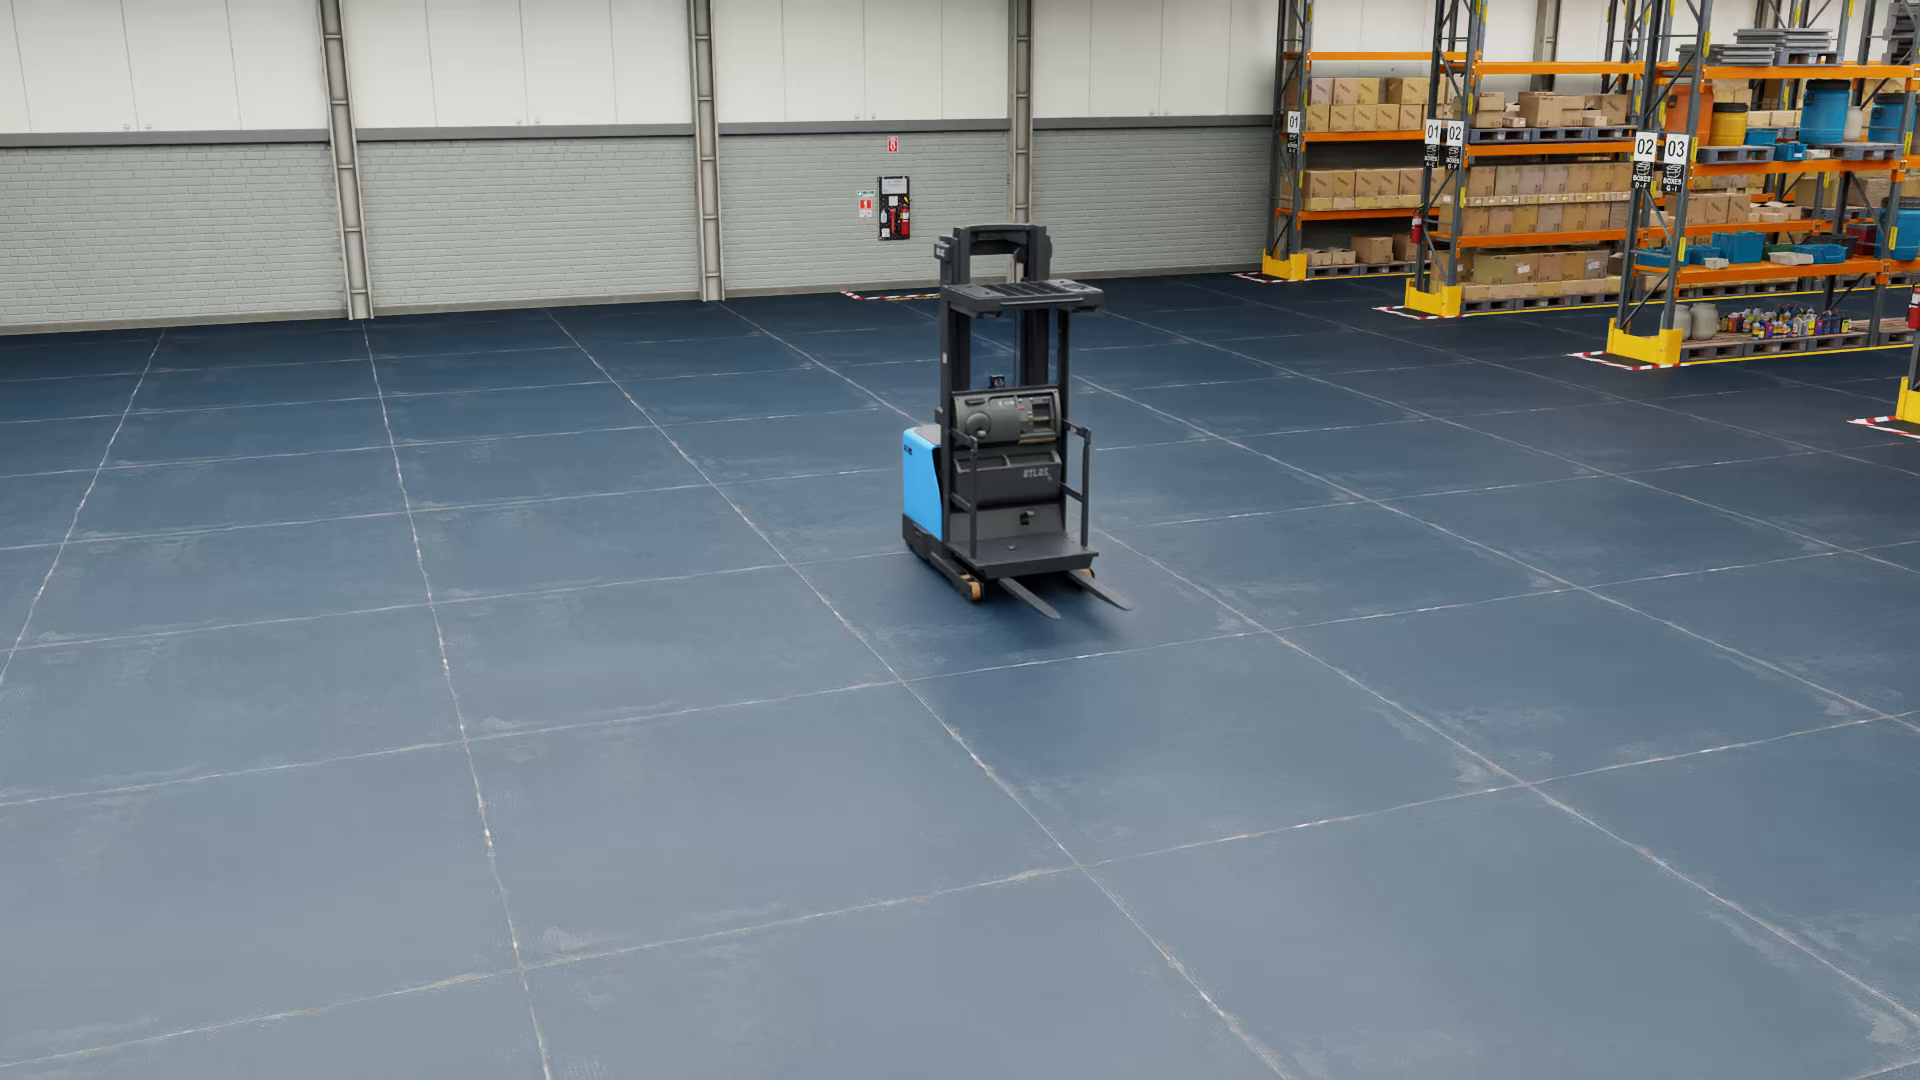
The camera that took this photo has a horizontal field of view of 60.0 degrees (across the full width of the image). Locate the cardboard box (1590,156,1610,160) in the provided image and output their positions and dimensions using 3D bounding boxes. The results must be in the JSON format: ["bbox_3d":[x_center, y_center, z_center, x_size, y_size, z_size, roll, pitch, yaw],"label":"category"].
[{"bbox_3d":[13.545,-8.030,35.162,0.250,0.149,0.380,-9,18,-27],"label":"cardboard box"}]

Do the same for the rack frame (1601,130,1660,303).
[{"bbox_3d":[11.898,-5.796,29.665,0.127,3.000,1.000,-6,17,-20],"label":"rack frame"}]

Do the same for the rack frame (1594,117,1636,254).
[{"bbox_3d":[13.857,-7.503,35.475,0.127,3.000,1.000,-6,17,-20],"label":"rack frame"}]

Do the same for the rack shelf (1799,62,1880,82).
[{"bbox_3d":[17.501,-8.743,31.037,4.000,0.370,1.077,-6,17,-20],"label":"rack shelf"}]

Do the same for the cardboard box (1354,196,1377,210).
[{"bbox_3d":[7.913,-6.705,32.991,0.500,0.250,0.500,-6,18,-21],"label":"cardboard box"}]

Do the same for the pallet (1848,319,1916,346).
[{"bbox_3d":[14.386,-3.244,25.923,1.213,0.211,1.003,-6,17,-20],"label":"pallet"}]

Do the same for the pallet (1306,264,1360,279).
[{"bbox_3d":[7.229,-5.438,33.395,1.213,0.211,1.003,-6,17,-20],"label":"pallet"}]

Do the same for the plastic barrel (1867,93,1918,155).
[{"bbox_3d":[14.064,-6.281,25.101,0.708,0.901,0.600,-6,17,-20],"label":"plastic barrel"}]

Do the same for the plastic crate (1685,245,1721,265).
[{"bbox_3d":[10.900,-4.211,24.531,0.408,0.251,0.499,-6,17,-20],"label":"plastic crate"}]

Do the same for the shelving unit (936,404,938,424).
[{"bbox_3d":[0.060,-0.664,15.377,0.503,1.200,0.258,-6,17,-20],"label":"shelving unit"}]

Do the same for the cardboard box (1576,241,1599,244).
[{"bbox_3d":[13.203,-6.428,35.472,0.500,0.500,0.700,-6,17,-19],"label":"cardboard box"}]

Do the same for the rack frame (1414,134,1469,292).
[{"bbox_3d":[8.163,-5.393,28.292,0.127,3.000,1.000,-6,17,-20],"label":"rack frame"}]

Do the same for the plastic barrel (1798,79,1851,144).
[{"bbox_3d":[12.699,-6.302,24.427,0.708,0.901,0.600,-6,17,-20],"label":"plastic barrel"}]

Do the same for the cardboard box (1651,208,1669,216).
[{"bbox_3d":[12.653,-5.869,30.150,0.258,0.266,0.396,-7,18,-21],"label":"cardboard box"}]

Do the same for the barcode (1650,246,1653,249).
[{"bbox_3d":[12.285,-5.185,29.534,0.075,0.075,0.001,-6,17,-20],"label":"barcode"}]

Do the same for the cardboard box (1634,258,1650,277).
[{"bbox_3d":[12.373,-4.924,29.833,0.500,0.311,0.500,-6,17,-20],"label":"cardboard box"}]

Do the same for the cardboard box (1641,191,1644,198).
[{"bbox_3d":[14.486,-7.387,35.492,0.250,0.149,0.380,-6,17,-19],"label":"cardboard box"}]

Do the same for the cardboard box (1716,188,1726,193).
[{"bbox_3d":[16.415,-7.591,36.187,0.250,0.149,0.380,-6,17,-20],"label":"cardboard box"}]

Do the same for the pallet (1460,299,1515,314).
[{"bbox_3d":[8.862,-4.143,28.985,1.213,0.211,1.003,-6,17,-20],"label":"pallet"}]

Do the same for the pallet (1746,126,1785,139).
[{"bbox_3d":[13.988,-7.343,29.943,1.213,0.211,1.003,-5,17,-18],"label":"pallet"}]

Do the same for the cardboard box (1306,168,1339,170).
[{"bbox_3d":[7.224,-7.145,33.158,0.500,0.500,0.500,-6,17,-19],"label":"cardboard box"}]

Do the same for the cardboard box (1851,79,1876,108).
[{"bbox_3d":[16.519,-8.260,30.780,0.500,0.500,0.500,-6,17,-20],"label":"cardboard box"}]

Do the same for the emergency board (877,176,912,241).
[{"bbox_3d":[-1.193,-6.150,30.870,0.643,1.169,0.194,-6,17,-20],"label":"emergency board"}]

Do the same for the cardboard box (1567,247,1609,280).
[{"bbox_3d":[11.072,-4.887,29.371,0.500,0.500,0.500,-6,17,-20],"label":"cardboard box"}]

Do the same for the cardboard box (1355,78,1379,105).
[{"bbox_3d":[7.794,-8.739,32.376,0.500,0.500,0.500,-6,17,-19],"label":"cardboard box"}]

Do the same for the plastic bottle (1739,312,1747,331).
[{"bbox_3d":[11.864,-3.326,25.307,0.135,0.276,0.152,-7,18,-22],"label":"plastic bottle"}]

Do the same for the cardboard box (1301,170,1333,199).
[{"bbox_3d":[6.940,-6.963,32.536,0.500,0.500,0.500,-6,17,-20],"label":"cardboard box"}]

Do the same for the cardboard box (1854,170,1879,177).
[{"bbox_3d":[20.179,-8.323,37.736,0.700,0.700,0.980,-6,18,-21],"label":"cardboard box"}]

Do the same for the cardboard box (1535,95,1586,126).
[{"bbox_3d":[10.315,-7.421,28.696,0.637,0.503,0.797,-4,17,-14],"label":"cardboard box"}]

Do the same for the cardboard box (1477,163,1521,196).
[{"bbox_3d":[9.142,-6.167,28.447,0.500,0.500,0.700,-7,18,-22],"label":"cardboard box"}]

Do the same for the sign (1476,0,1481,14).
[{"bbox_3d":[8.355,-8.649,26.793,0.005,0.325,0.100,-6,17,-20],"label":"sign"}]

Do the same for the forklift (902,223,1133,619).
[{"bbox_3d":[0.474,-1.036,13.576,1.130,2.935,3.031,-6,17,-20],"label":"forklift"}]

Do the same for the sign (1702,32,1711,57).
[{"bbox_3d":[10.124,-6.722,22.542,0.005,0.325,0.100,-6,17,-20],"label":"sign"}]

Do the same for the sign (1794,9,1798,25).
[{"bbox_3d":[17.797,-11.129,35.378,0.005,0.325,0.100,-6,17,-20],"label":"sign"}]

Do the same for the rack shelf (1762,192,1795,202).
[{"bbox_3d":[19.460,-7.762,37.637,4.000,0.370,1.077,-6,17,-20],"label":"rack shelf"}]

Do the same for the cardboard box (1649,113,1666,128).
[{"bbox_3d":[12.477,-7.425,29.407,0.500,0.250,0.500,-4,17,-14],"label":"cardboard box"}]

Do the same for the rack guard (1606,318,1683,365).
[{"bbox_3d":[9.986,-2.910,24.273,0.348,0.500,1.175,-6,17,-20],"label":"rack guard"}]

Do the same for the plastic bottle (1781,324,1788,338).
[{"bbox_3d":[12.242,-3.113,24.714,0.097,0.201,0.097,0,16,0],"label":"plastic bottle"}]

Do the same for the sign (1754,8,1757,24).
[{"bbox_3d":[17.416,-11.457,36.355,0.005,0.325,0.100,-6,17,-20],"label":"sign"}]

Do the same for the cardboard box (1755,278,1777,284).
[{"bbox_3d":[14.749,-4.912,30.787,0.500,0.250,0.500,-6,18,-21],"label":"cardboard box"}]

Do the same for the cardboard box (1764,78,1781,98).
[{"bbox_3d":[18.161,-10.014,36.717,0.500,0.500,0.500,-6,18,-20],"label":"cardboard box"}]

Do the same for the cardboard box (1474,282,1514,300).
[{"bbox_3d":[9.209,-4.322,28.780,0.500,0.250,0.500,-6,17,-20],"label":"cardboard box"}]

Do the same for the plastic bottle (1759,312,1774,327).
[{"bbox_3d":[12.268,-3.326,25.307,0.135,0.276,0.152,-6,17,-20],"label":"plastic bottle"}]

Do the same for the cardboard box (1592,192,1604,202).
[{"bbox_3d":[11.000,-5.994,29.008,0.250,0.149,0.380,-6,17,-20],"label":"cardboard box"}]

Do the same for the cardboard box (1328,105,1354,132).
[{"bbox_3d":[7.303,-8.206,32.332,0.500,0.500,0.500,-5,17,-16],"label":"cardboard box"}]

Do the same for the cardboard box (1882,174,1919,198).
[{"bbox_3d":[18.226,-6.778,32.083,0.500,0.500,0.700,-3,17,-11],"label":"cardboard box"}]

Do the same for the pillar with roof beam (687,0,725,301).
[{"bbox_3d":[-2.934,-7.530,24.922,0.400,9.000,9.100,-6,17,-20],"label":"pillar with roof beam"}]

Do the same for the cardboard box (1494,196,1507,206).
[{"bbox_3d":[9.085,-5.787,28.305,0.250,0.149,0.380,-6,17,-20],"label":"cardboard box"}]

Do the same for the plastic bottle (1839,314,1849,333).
[{"bbox_3d":[13.336,-3.265,25.086,0.133,0.283,0.061,-5,17,-17],"label":"plastic bottle"}]

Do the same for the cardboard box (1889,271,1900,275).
[{"bbox_3d":[17.603,-5.340,31.765,0.500,0.500,0.500,-7,18,-22],"label":"cardboard box"}]

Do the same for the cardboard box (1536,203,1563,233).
[{"bbox_3d":[10.048,-5.642,28.960,0.500,0.500,0.700,-6,17,-18],"label":"cardboard box"}]

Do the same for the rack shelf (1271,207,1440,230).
[{"bbox_3d":[8.254,-6.553,33.517,4.000,0.370,1.077,-6,17,-20],"label":"rack shelf"}]
